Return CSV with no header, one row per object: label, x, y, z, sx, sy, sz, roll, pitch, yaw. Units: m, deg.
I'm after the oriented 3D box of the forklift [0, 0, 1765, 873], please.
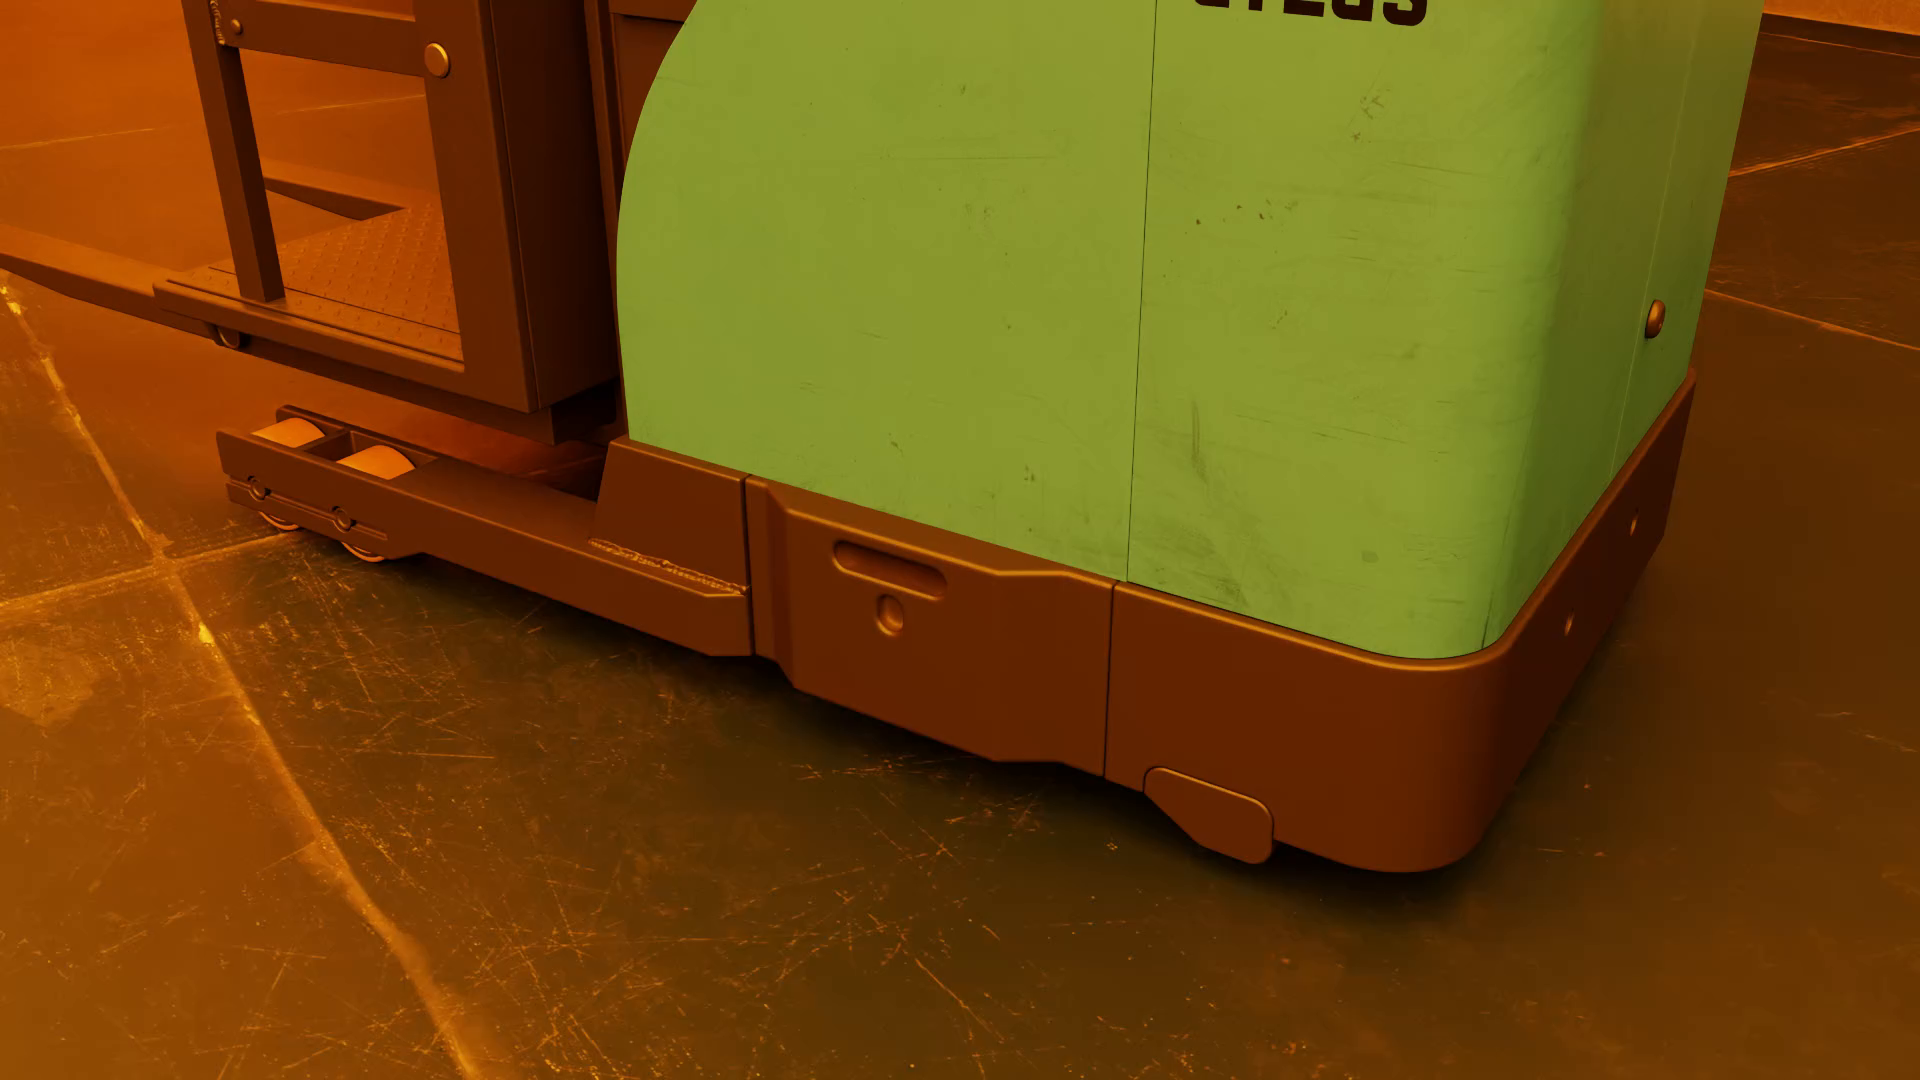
forklift,-0.511,-1.459,2.139,3.031,2.935,1.130,16,31,29
